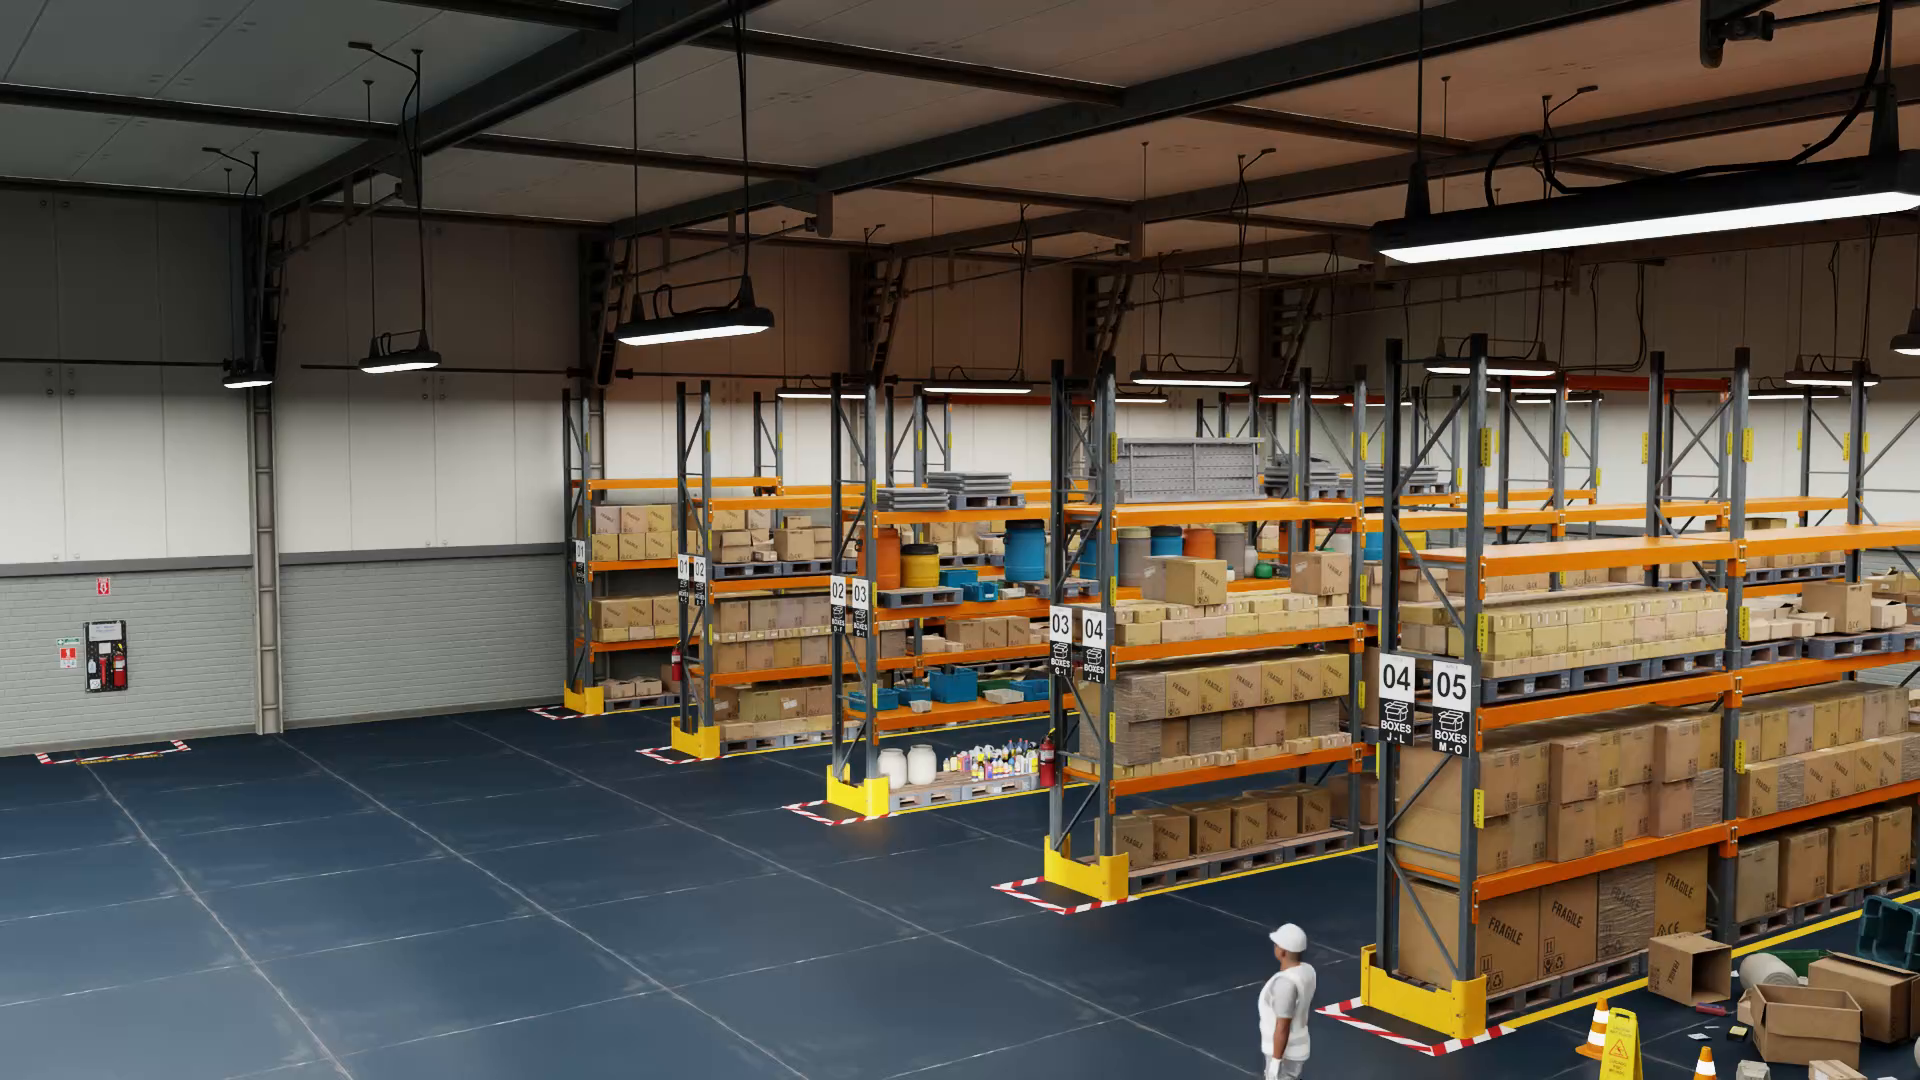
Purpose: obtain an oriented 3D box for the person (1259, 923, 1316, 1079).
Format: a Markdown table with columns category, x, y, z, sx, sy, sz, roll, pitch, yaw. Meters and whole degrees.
| category | x | y | z | sx | sy | sz | roll | pitch | yaw |
| --- | --- | --- | --- | --- | --- | --- | --- | --- | --- |
| person | 2.210 | 3.532 | 11.428 | 0.440 | 1.788 | 0.609 | 1 | 4 | 13 |
